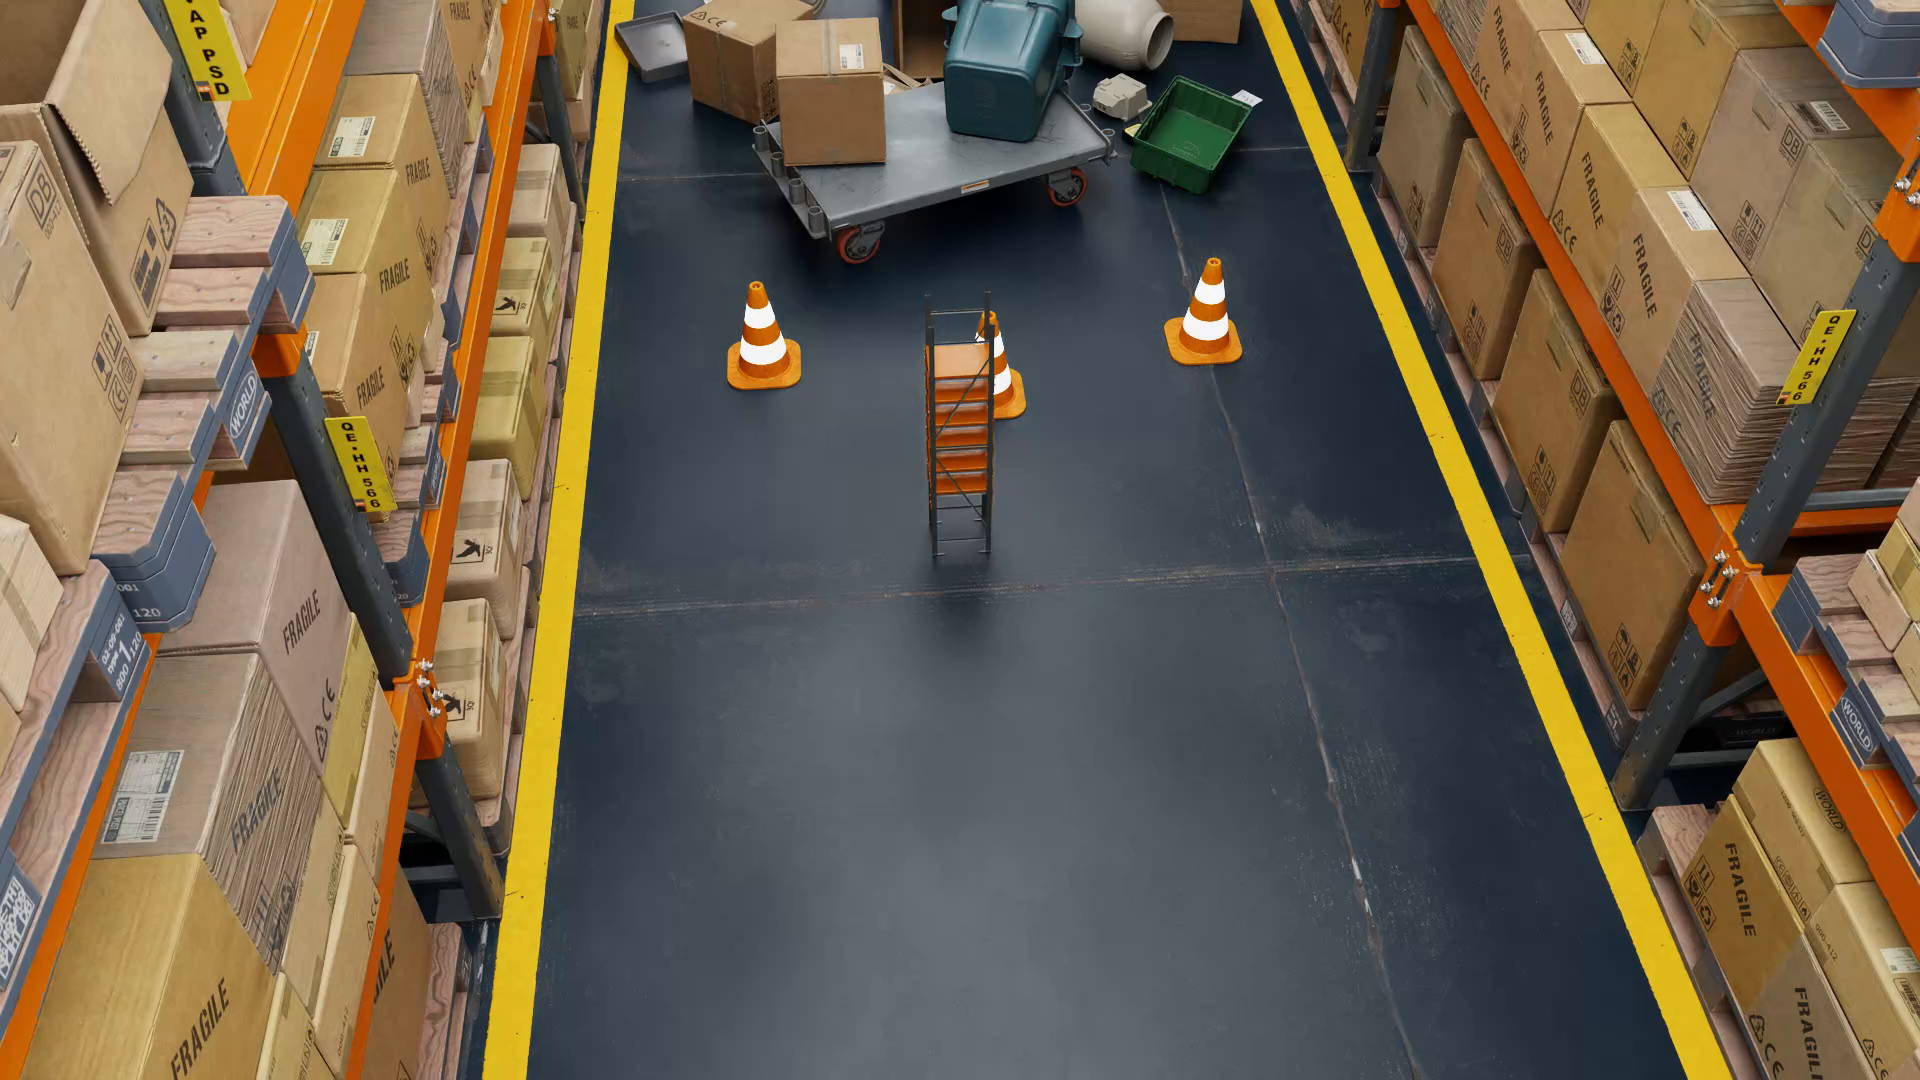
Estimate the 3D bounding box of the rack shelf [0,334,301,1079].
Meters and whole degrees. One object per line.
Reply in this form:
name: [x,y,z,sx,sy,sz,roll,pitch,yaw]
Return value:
rack shelf: [-1.896,0.910,2.389,1.077,0.370,4.000,-3,47,-3]

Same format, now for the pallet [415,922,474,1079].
pallet: [-2.073,1.781,5.055,1.003,0.211,1.213,-3,47,-3]

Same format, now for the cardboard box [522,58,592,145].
cardboard box: [-2.179,-2.290,8.594,0.500,0.250,0.500,-5,47,-5]

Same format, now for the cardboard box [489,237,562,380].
cardboard box: [-2.289,-0.989,7.278,0.950,0.372,0.625,-1,47,-1]

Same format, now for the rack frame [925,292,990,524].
rack frame: [-0.009,-0.489,6.523,0.240,1.200,0.006,-3,47,-3]

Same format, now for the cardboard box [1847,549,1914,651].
cardboard box: [2.697,0.151,4.562,0.380,0.149,0.250,-4,47,-4]

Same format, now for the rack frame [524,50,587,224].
rack frame: [-2.398,-2.647,7.328,1.000,3.000,0.127,-3,47,-3]

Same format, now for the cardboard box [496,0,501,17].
cardboard box: [-2.076,-2.158,6.748,0.380,0.149,0.250,-5,47,-4]

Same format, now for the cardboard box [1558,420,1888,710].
cardboard box: [2.899,0.056,6.028,1.050,0.750,0.750,-4,47,-4]

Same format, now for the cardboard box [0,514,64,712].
cardboard box: [-1.600,0.092,2.471,0.396,0.266,0.258,-5,47,-4]

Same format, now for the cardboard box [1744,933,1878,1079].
cardboard box: [2.711,1.479,4.853,0.500,0.500,0.500,-3,47,-3]

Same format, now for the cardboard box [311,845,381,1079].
cardboard box: [-1.704,1.017,3.961,0.500,0.250,0.500,-3,47,-3]

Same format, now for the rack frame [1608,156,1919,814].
rack frame: [2.861,-0.127,4.941,1.000,3.000,0.127,-3,47,-3]

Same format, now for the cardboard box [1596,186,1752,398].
cardboard box: [2.515,-0.832,5.540,0.500,0.500,0.500,-3,47,-3]

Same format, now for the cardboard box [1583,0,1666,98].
cardboard box: [2.701,-1.938,5.898,0.700,0.500,0.500,-4,47,-4]

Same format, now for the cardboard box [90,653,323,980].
cardboard box: [-1.709,0.597,3.497,0.500,0.500,0.500,-3,47,-3]

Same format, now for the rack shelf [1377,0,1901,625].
rack shelf: [2.693,-1.327,6.573,1.077,0.370,4.000,-3,47,-3]

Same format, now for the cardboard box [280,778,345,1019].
cardboard box: [-1.723,0.832,3.792,0.500,0.250,0.500,-5,47,-4]

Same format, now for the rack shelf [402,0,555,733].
rack shelf: [-2.231,-0.953,6.219,1.077,0.370,4.000,-3,47,-3]

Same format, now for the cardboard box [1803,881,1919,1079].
cardboard box: [2.720,1.210,4.590,0.500,0.250,0.500,-4,47,-4]

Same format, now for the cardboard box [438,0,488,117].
cardboard box: [-2.051,-1.876,6.034,0.500,0.500,0.500,-2,47,-2]

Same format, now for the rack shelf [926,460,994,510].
rack shelf: [-0.001,-0.227,6.667,0.258,0.103,0.180,-3,47,-3]

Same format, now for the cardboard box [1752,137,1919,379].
cardboard box: [2.833,-0.831,4.850,0.700,0.500,0.500,-4,47,-4]

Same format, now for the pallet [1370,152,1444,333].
pallet: [2.665,-1.509,8.170,1.003,0.211,1.213,-3,47,-3]

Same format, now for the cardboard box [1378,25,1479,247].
cardboard box: [2.667,-1.949,7.926,1.050,0.750,0.750,-4,47,-3]

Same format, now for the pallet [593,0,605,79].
pallet: [-2.595,-3.057,9.636,1.003,0.211,1.213,-3,47,-3]

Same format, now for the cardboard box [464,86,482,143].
cardboard box: [-2.009,-1.611,6.230,0.380,0.149,0.250,-4,47,-3]

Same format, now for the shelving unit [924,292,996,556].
shelving unit: [-0.001,-0.423,6.461,0.258,1.200,0.189,-3,47,-3]

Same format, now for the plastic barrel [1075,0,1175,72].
plastic barrel: [0.902,-2.863,9.306,0.512,0.421,0.421,27,52,23]

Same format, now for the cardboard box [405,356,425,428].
cardboard box: [-1.873,-0.465,5.145,0.380,0.149,0.250,-6,47,-6]

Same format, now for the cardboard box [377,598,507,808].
cardboard box: [-2.101,0.596,5.776,0.950,0.372,0.625,-6,47,-6]

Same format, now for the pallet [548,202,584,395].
pallet: [-2.332,-1.125,7.807,1.003,0.211,1.213,-3,47,-3]

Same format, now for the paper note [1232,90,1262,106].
paper note: [1.567,-2.432,9.168,0.147,0.020,0.142,-36,56,-29]

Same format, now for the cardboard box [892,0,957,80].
cardboard box: [0.023,-2.937,9.228,0.797,0.637,0.503,-3,47,-3]

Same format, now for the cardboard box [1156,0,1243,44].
cardboard box: [1.373,-3.223,9.593,0.500,0.500,0.500,4,47,4]

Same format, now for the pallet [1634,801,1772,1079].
pallet: [2.925,1.397,5.418,1.003,0.211,1.213,-3,47,-3]

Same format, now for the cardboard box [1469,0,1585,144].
cardboard box: [2.384,-1.932,6.581,0.500,0.500,0.500,-4,47,-4]

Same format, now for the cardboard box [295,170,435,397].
cardboard box: [-1.921,-0.751,4.969,0.500,0.500,0.500,-1,47,-1]

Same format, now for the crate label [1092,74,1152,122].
crate label: [0.873,-2.423,9.087,0.298,0.136,0.250,-36,56,-29]

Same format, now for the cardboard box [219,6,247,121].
cardboard box: [-1.942,-1.162,3.947,0.396,0.266,0.258,-3,47,-3]

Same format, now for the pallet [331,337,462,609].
pallet: [-2.229,-0.197,5.139,1.213,0.211,1.003,-3,47,-3]

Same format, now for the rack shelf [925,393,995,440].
rack shelf: [-0.001,-0.475,6.406,0.258,0.103,0.180,-3,47,-3]

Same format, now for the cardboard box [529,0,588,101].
cardboard box: [-2.179,-2.547,8.321,0.500,0.500,0.500,-1,47,-1]

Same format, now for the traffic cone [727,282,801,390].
traffic cone: [-0.900,-0.963,7.480,0.336,0.463,0.334,-3,47,-3]

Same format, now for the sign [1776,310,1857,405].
sign: [2.308,-0.489,4.487,0.100,0.325,0.005,-3,47,-3]
